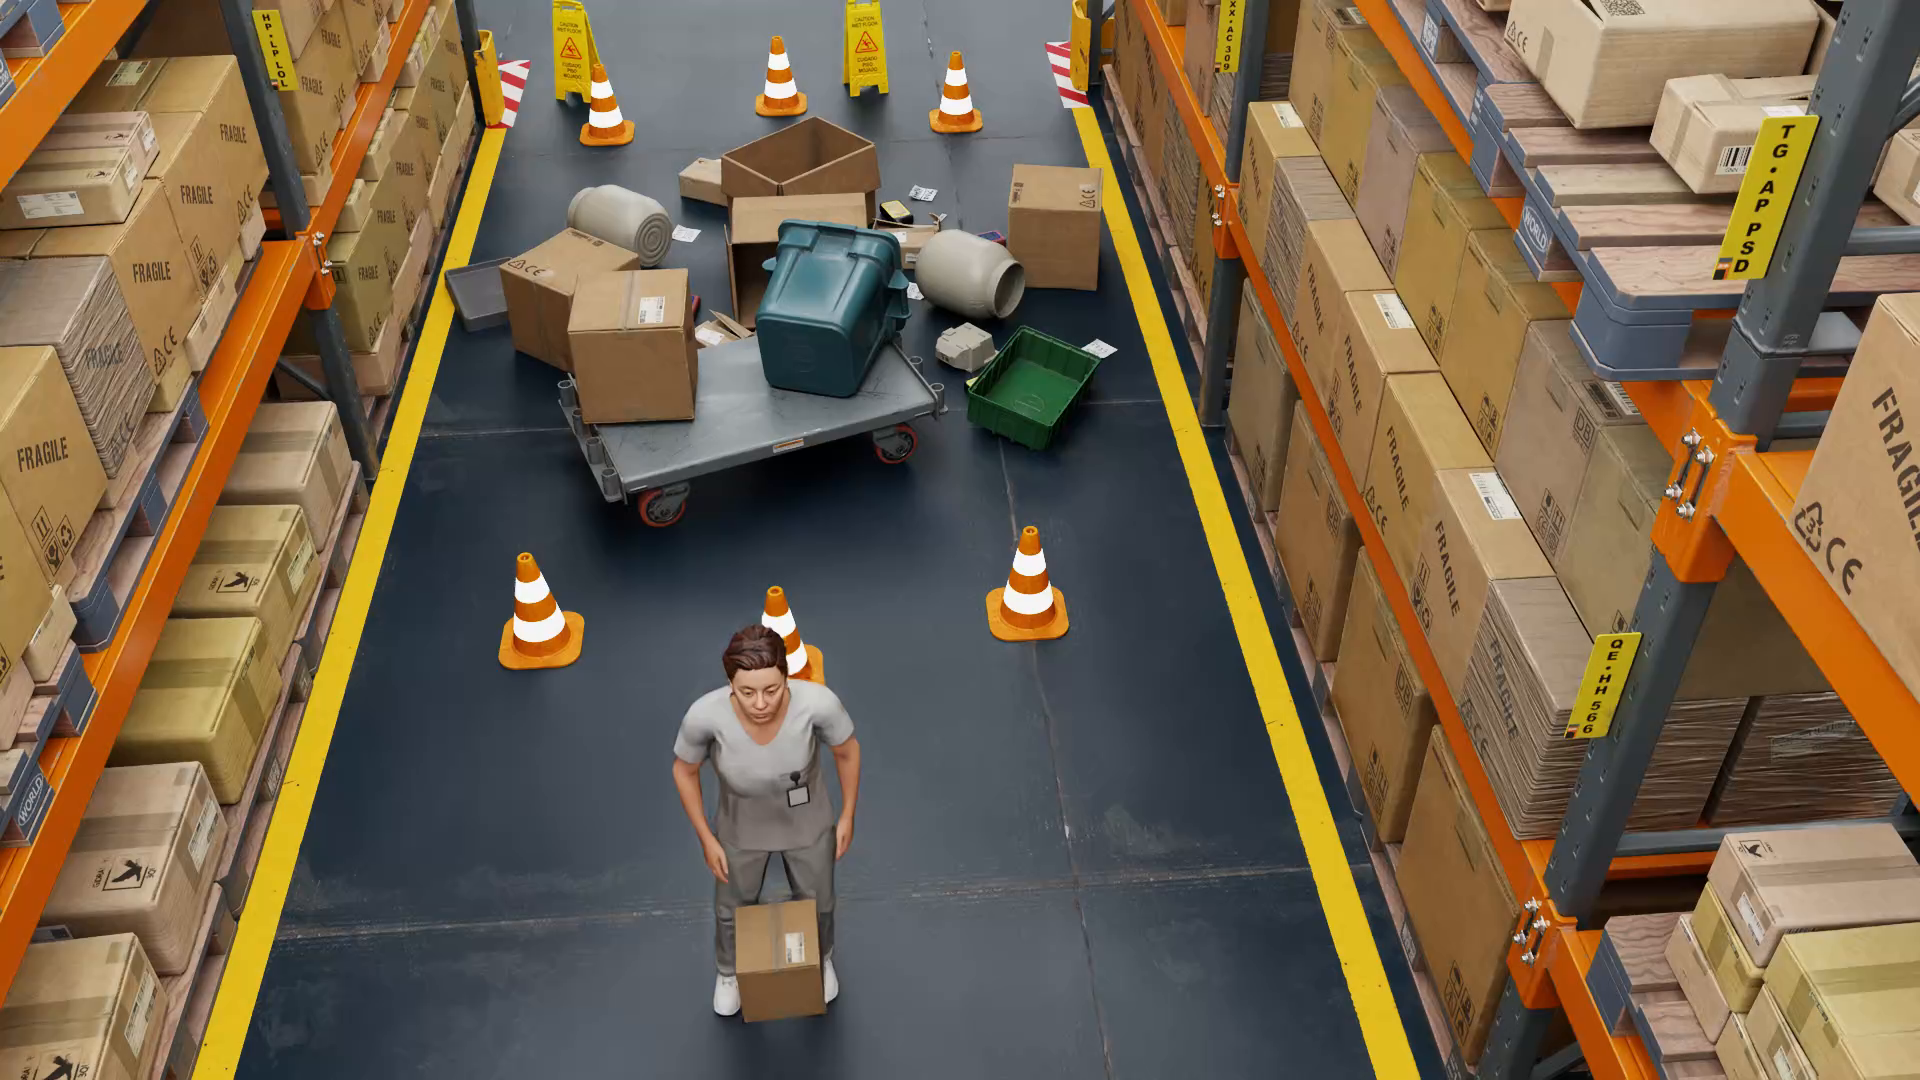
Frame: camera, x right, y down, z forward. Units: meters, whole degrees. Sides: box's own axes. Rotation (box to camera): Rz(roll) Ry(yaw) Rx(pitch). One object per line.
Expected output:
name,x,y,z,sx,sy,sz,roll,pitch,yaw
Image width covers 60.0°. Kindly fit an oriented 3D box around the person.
person,-0.572,0.864,5.109,0.557,1.653,0.400,-3,39,-4
